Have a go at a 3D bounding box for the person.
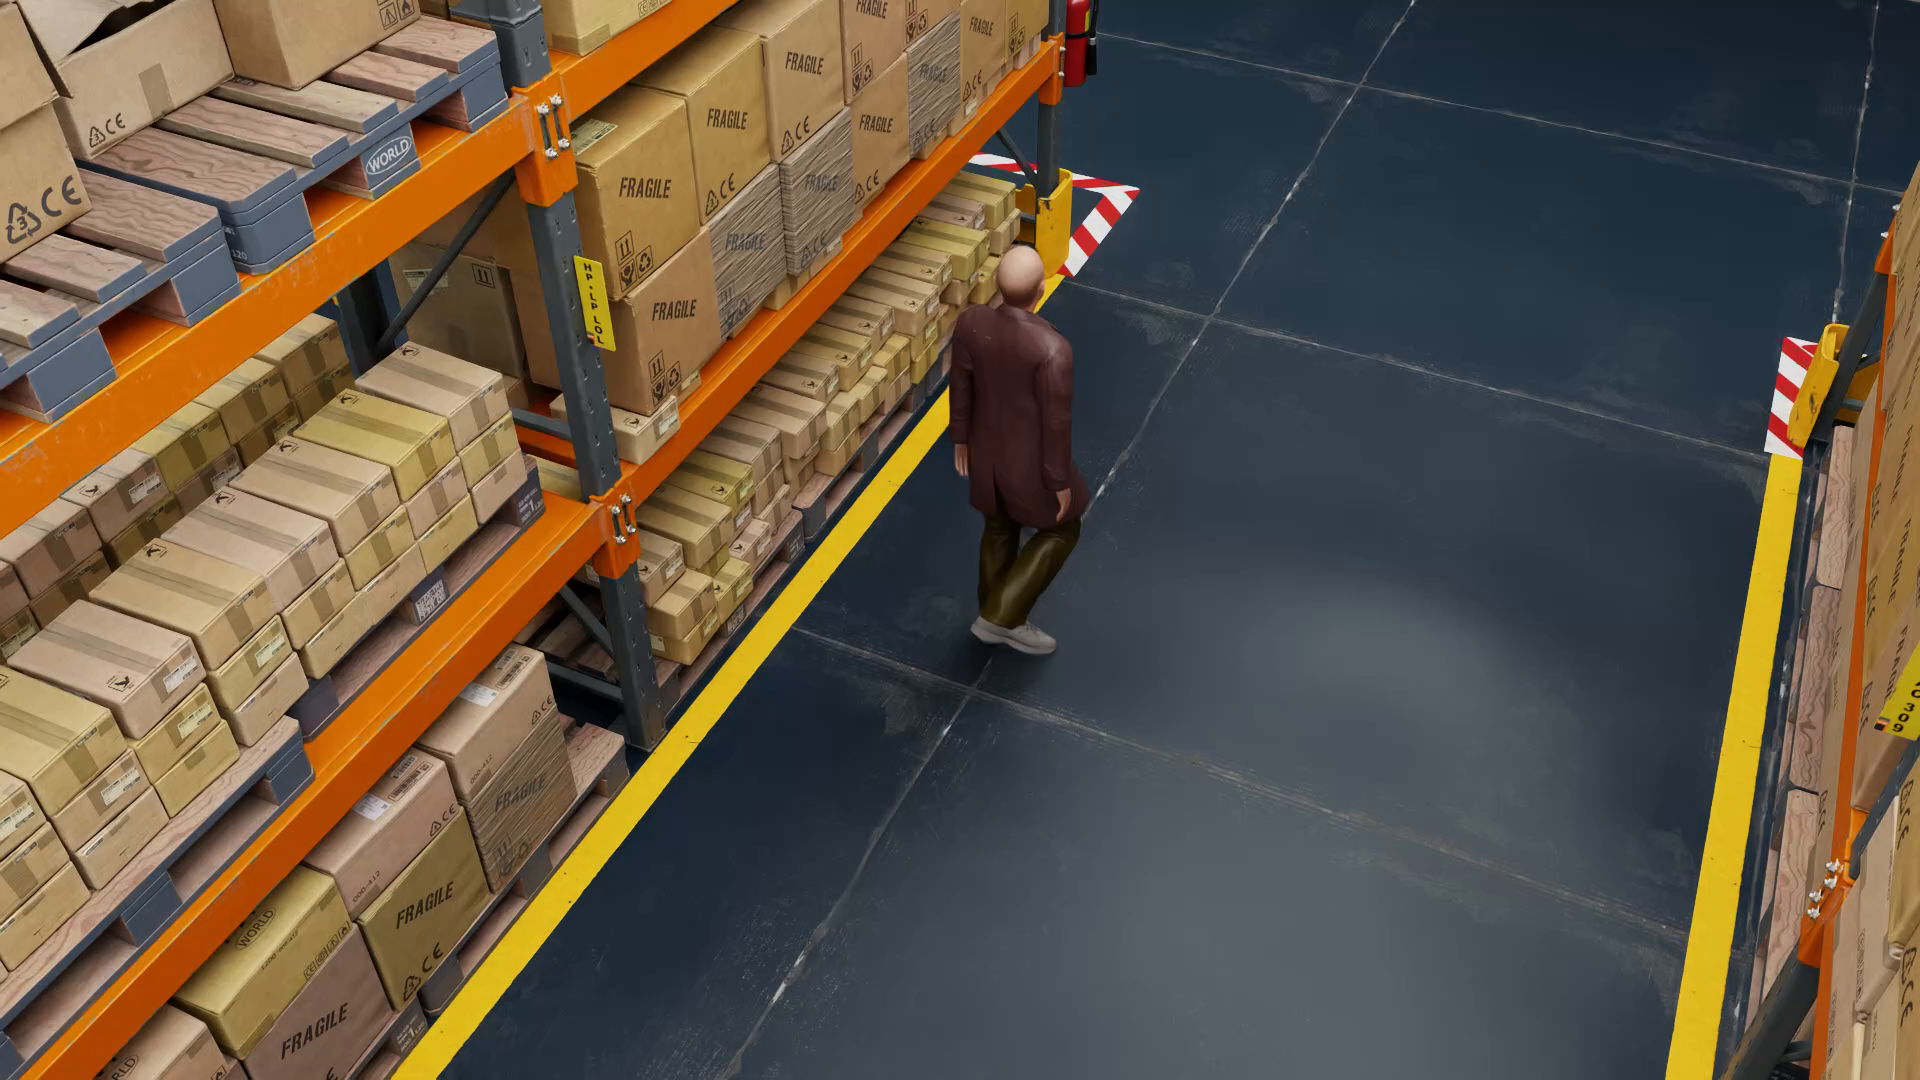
[{"bbox_3d":[0.185,-0.293,6.489,0.625,1.771,0.580,28,48,28],"label":"person"}]
